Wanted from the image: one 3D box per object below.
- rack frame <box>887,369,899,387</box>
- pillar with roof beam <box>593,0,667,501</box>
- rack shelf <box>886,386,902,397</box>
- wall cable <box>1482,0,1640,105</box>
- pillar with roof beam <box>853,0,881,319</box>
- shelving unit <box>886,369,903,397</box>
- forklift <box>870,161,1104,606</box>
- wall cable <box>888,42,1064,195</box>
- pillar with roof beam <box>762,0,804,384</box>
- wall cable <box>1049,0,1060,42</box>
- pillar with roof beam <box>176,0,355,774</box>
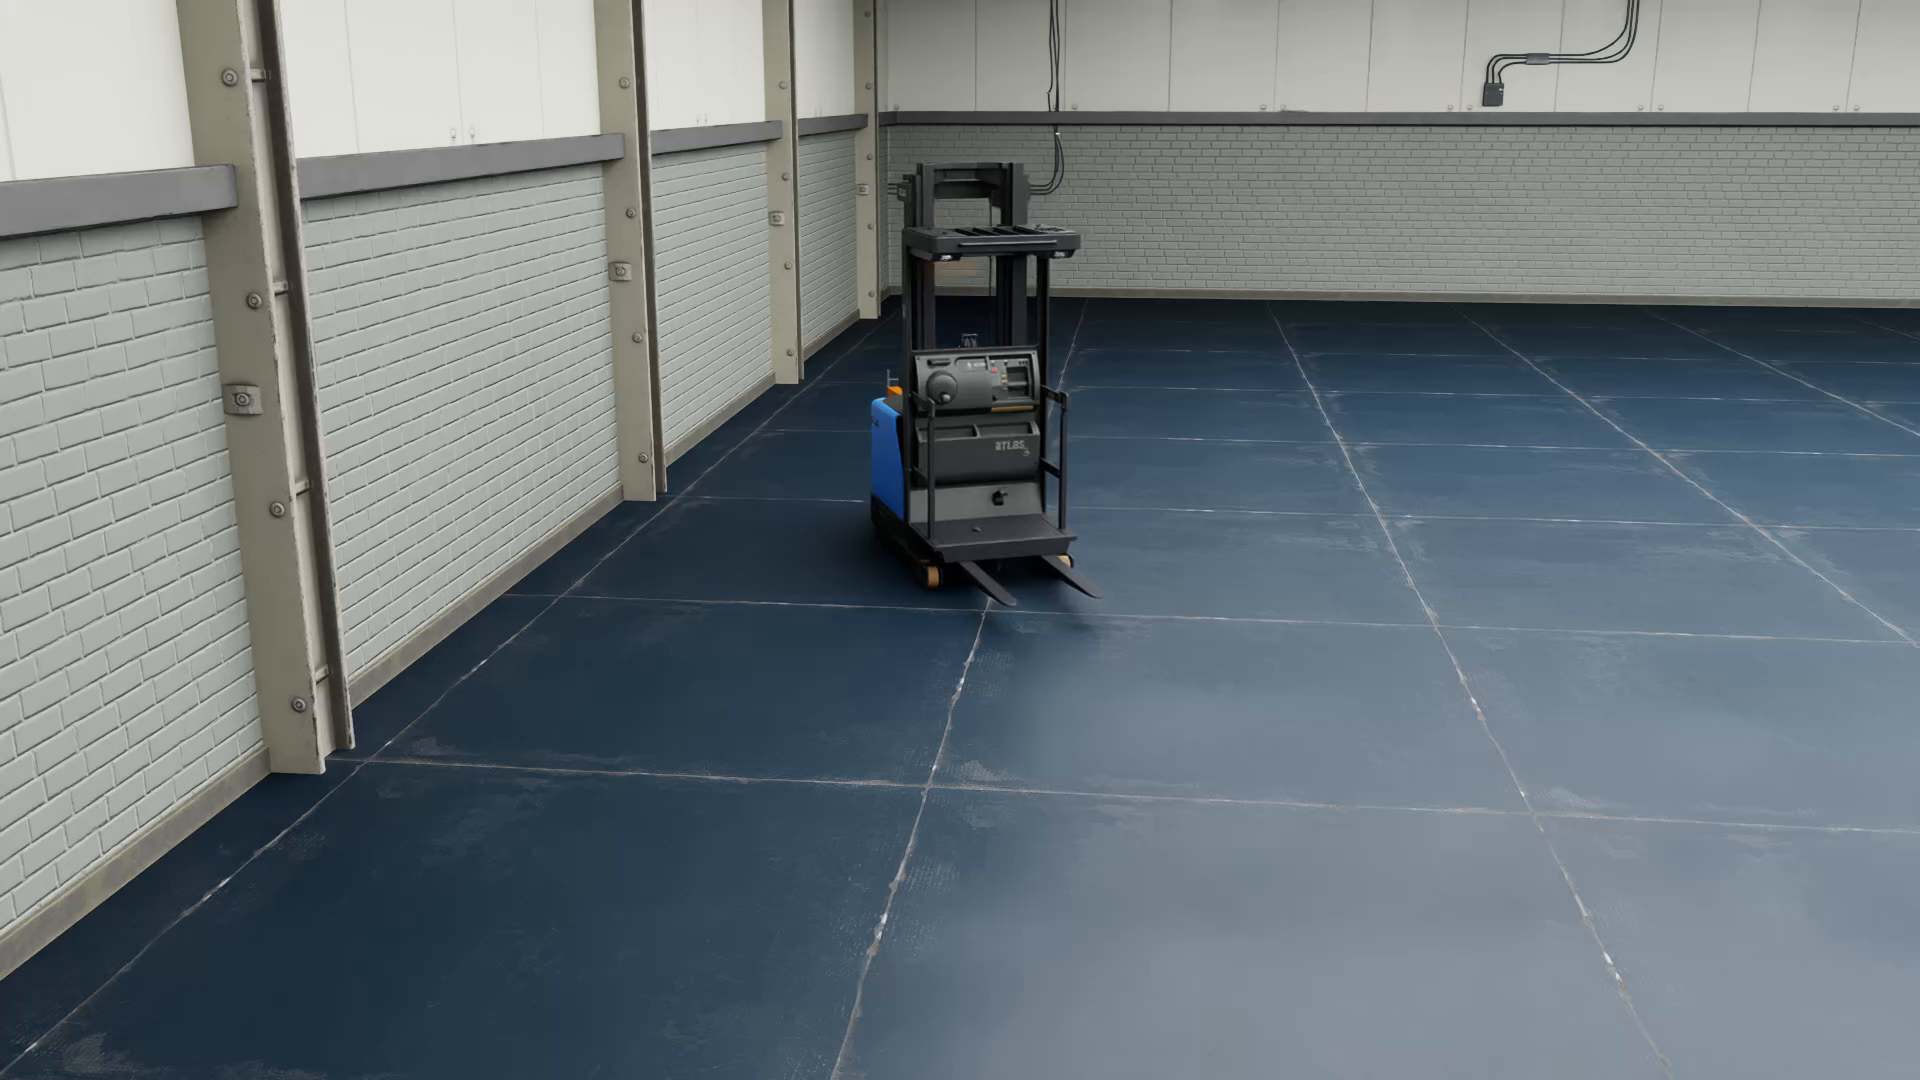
[{"bbox_3d":[-0.493,-0.843,13.982,0.240,1.200,0.015,-4,16,-16],"label":"rack frame"},{"bbox_3d":[1.498,-4.610,12.970,9.100,9.000,0.400,2,15,6],"label":"pillar with roof beam"},{"bbox_3d":[-0.423,-1.162,13.654,0.258,0.148,0.480,-4,16,-16],"label":"rack shelf"},{"bbox_3d":[9.652,-9.932,26.137,2.305,6.003,0.169,2,15,6],"label":"wall cable"},{"bbox_3d":[2.852,-7.722,24.480,9.100,9.000,0.400,2,15,6],"label":"pillar with roof beam"},{"bbox_3d":[-0.423,-0.782,13.757,0.258,1.200,0.503,-4,16,-16],"label":"shelving unit"},{"bbox_3d":[0.191,-1.181,11.915,1.130,2.935,3.031,-4,16,-16],"label":"forklift"},{"bbox_3d":[0.221,-7.075,28.036,3.097,2.526,0.112,2,15,6],"label":"wall cable"},{"bbox_3d":[2.175,-6.166,18.725,9.100,9.000,0.400,2,15,6],"label":"pillar with roof beam"},{"bbox_3d":[2.909,-9.433,27.082,3.097,2.526,0.112,2,15,6],"label":"wall cable"},{"bbox_3d":[0.821,-3.053,7.215,9.100,9.000,0.400,2,15,6],"label":"pillar with roof beam"}]
